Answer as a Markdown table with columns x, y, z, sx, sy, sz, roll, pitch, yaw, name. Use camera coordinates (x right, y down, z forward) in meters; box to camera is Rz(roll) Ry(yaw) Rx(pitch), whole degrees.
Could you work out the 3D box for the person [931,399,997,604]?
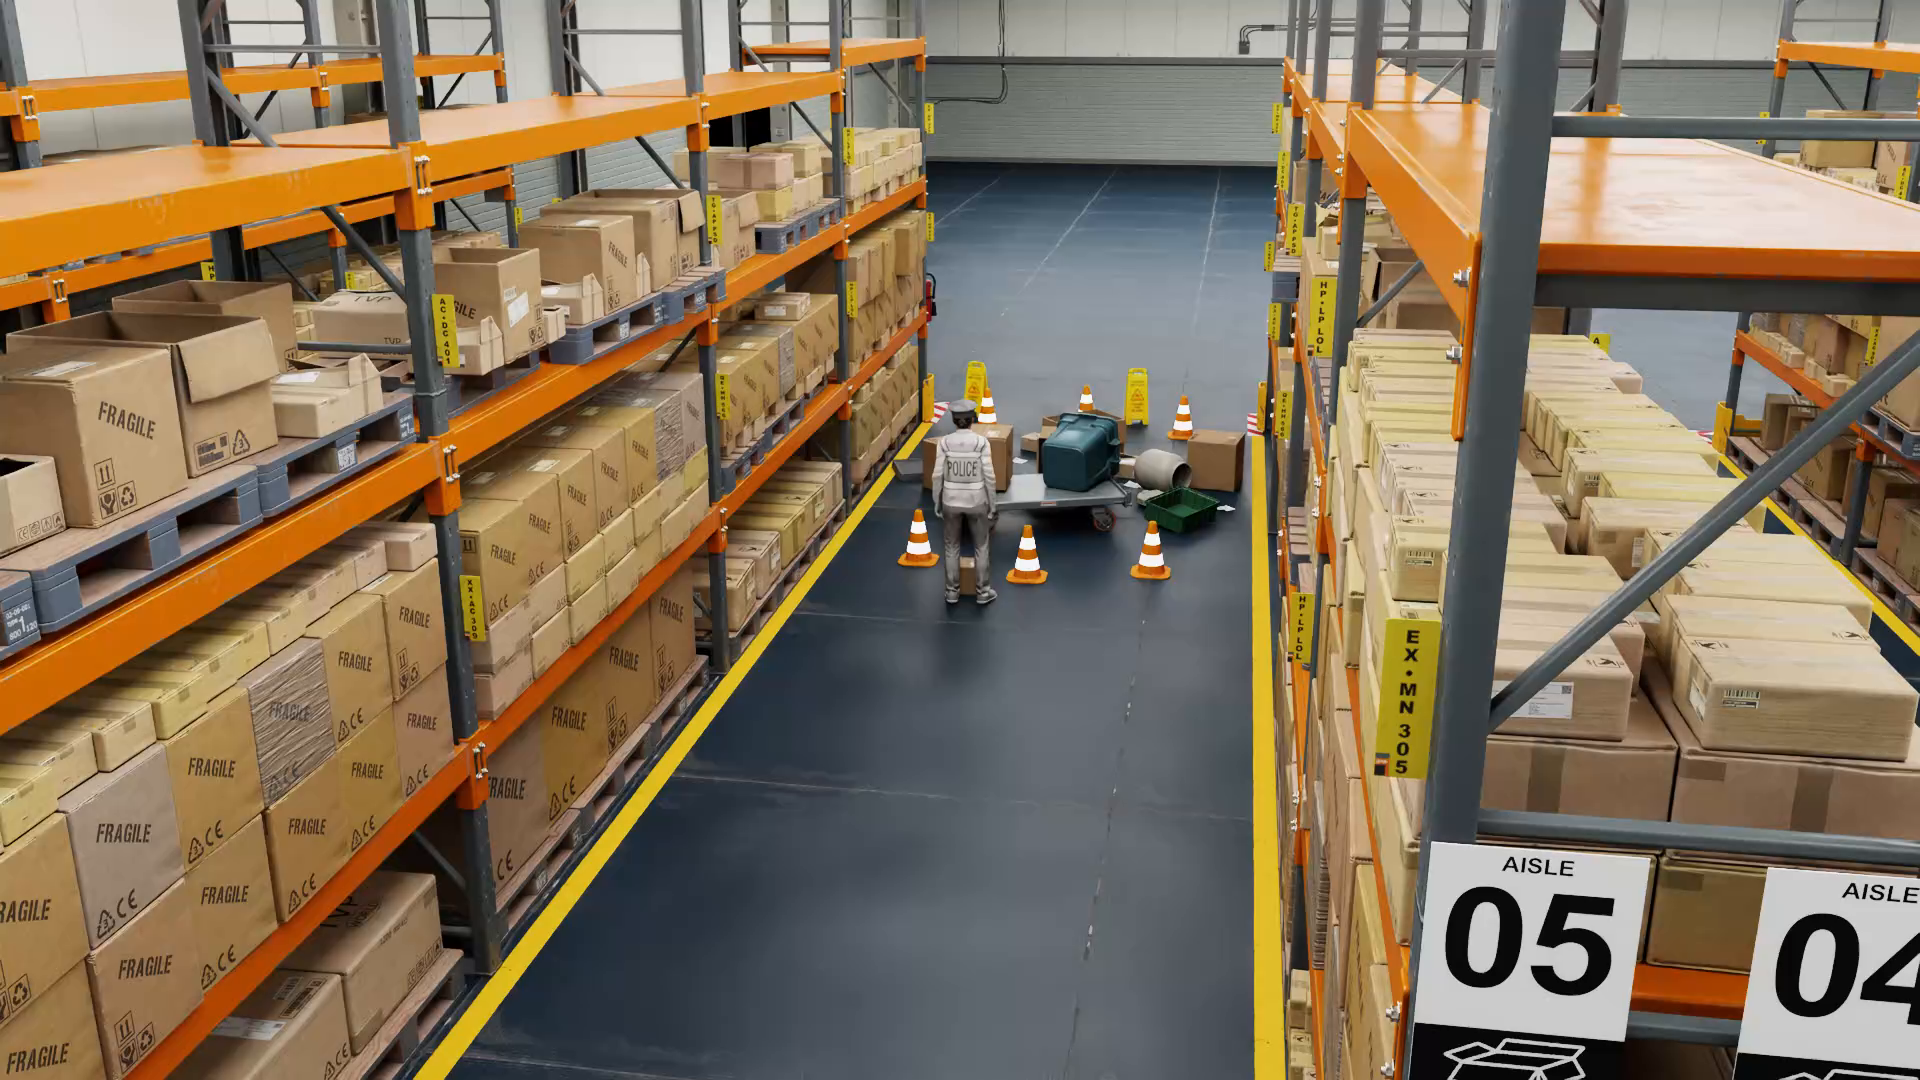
| x | y | z | sx | sy | sz | roll | pitch | yaw | name |
| --- | --- | --- | --- | --- | --- | --- | --- | --- | --- |
| 0.035 | -0.292 | 13.448 | 0.522 | 1.662 | 0.371 | 2 | 18 | 7 | person |
